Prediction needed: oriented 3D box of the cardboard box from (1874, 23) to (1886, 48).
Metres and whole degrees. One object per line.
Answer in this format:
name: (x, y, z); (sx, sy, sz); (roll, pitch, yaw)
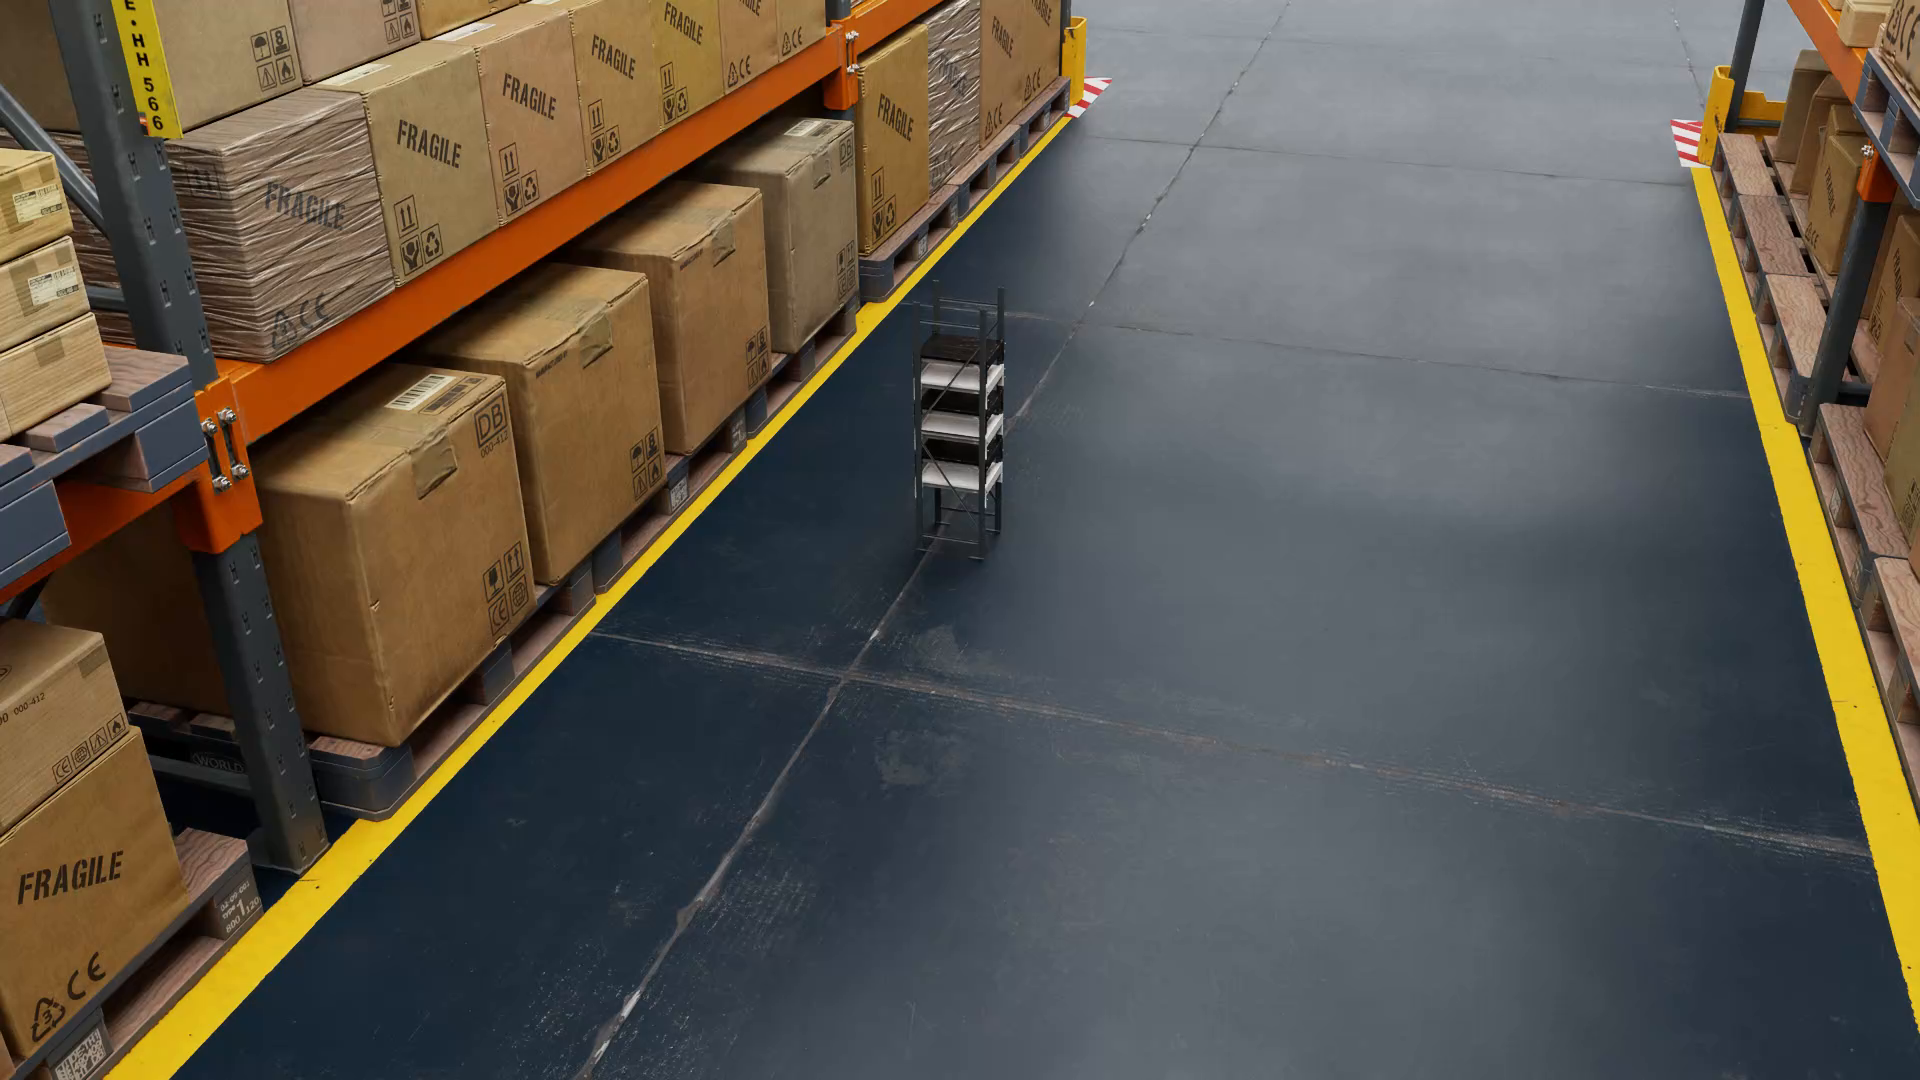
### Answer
cardboard box: (3.623, -1.805, 6.168); (0.380, 0.149, 0.250); (8, 30, 15)

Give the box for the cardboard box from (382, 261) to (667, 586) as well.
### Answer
cardboard box: (-1.609, -0.432, 5.323); (1.050, 0.750, 0.750); (9, 30, 16)

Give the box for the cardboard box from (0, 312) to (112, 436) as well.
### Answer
cardboard box: (-1.833, -0.333, 3.090); (0.380, 0.149, 0.250); (9, 30, 16)

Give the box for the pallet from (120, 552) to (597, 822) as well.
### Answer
pallet: (-1.824, 0.309, 4.978); (1.003, 0.211, 1.213); (8, 30, 15)

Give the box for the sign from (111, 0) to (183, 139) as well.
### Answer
sign: (-1.606, -0.953, 3.267); (0.100, 0.325, 0.005); (8, 30, 15)

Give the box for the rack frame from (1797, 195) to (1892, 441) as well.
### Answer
rack frame: (3.759, -1.659, 5.646); (1.000, 3.000, 0.127); (8, 30, 15)

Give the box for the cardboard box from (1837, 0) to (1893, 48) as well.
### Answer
cardboard box: (3.721, -2.045, 6.599); (0.380, 0.149, 0.250); (8, 30, 15)

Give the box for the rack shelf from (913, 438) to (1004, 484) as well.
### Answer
rack shelf: (-0.002, -0.282, 5.584); (0.258, 0.077, 0.200); (8, 30, 15)

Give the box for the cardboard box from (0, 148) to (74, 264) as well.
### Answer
cardboard box: (-1.833, -0.595, 2.948); (0.380, 0.149, 0.250); (7, 30, 13)

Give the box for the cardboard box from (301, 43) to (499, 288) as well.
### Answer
cardboard box: (-1.591, -1.005, 4.368); (0.500, 0.500, 0.500); (8, 30, 14)

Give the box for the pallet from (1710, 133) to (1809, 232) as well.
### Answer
pallet: (4.638, -1.891, 8.932); (1.003, 0.211, 1.213); (8, 30, 15)

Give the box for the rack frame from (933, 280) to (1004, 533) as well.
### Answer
rack frame: (0.027, -0.437, 5.609); (0.240, 0.900, 0.006); (8, 30, 15)

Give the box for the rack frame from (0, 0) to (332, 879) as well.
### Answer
rack frame: (-2.127, -0.554, 3.661); (1.000, 3.000, 0.127); (8, 30, 15)

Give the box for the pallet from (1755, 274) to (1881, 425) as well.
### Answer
pallet: (3.922, -0.757, 6.894); (1.003, 0.211, 1.213); (8, 30, 15)

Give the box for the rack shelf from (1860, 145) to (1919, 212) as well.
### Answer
rack shelf: (3.172, -0.415, 4.150); (1.077, 0.370, 4.000); (8, 30, 15)

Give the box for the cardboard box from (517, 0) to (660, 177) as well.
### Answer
cardboard box: (-1.294, -1.470, 5.205); (0.500, 0.500, 0.500); (8, 30, 14)

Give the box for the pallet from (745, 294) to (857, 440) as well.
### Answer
pallet: (-1.108, -0.825, 7.016); (1.003, 0.211, 1.213); (8, 30, 15)

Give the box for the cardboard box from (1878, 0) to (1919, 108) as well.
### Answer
cardboard box: (3.392, -1.755, 4.770); (1.000, 1.000, 1.000); (9, 30, 15)

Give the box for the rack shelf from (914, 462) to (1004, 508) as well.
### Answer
rack shelf: (-0.002, -0.203, 5.628); (0.258, 0.077, 0.200); (8, 30, 15)

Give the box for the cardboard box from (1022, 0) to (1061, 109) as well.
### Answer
cardboard box: (0.085, -3.203, 10.175); (0.875, 0.875, 0.875); (9, 30, 15)

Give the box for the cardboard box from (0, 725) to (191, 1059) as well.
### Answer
cardboard box: (-2.070, 0.698, 3.550); (0.500, 0.500, 0.500); (8, 30, 15)

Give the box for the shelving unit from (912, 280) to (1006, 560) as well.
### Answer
shelving unit: (-0.002, -0.389, 5.524); (0.258, 0.900, 0.210); (8, 30, 15)

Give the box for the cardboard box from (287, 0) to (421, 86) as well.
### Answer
cardboard box: (-1.839, -1.477, 4.189); (0.700, 0.500, 0.500); (8, 30, 14)

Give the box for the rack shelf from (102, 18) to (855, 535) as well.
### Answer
rack shelf: (-1.540, -1.169, 5.507); (1.077, 0.370, 4.000); (8, 30, 15)

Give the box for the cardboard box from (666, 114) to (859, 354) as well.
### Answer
cardboard box: (-1.049, -1.312, 6.906); (1.050, 0.750, 0.750); (8, 30, 15)

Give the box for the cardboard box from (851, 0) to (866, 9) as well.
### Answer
cardboard box: (-0.856, -2.652, 7.277); (0.875, 0.550, 0.550); (8, 30, 15)

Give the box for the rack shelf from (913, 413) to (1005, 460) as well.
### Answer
rack shelf: (-0.002, -0.360, 5.541); (0.258, 0.077, 0.200); (8, 30, 15)

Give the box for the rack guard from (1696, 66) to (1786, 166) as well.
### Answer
rack guard: (4.910, -2.390, 9.532); (1.175, 0.500, 0.348); (8, 30, 15)

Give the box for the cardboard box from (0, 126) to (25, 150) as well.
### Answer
cardboard box: (-2.252, -0.846, 4.082); (0.500, 0.500, 0.500); (8, 30, 15)

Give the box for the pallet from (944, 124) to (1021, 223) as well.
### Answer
pallet: (-0.299, -2.106, 9.318); (1.003, 0.211, 1.213); (8, 30, 15)

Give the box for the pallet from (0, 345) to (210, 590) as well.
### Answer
pallet: (-2.235, -0.124, 3.085); (1.213, 0.211, 1.003); (8, 30, 15)

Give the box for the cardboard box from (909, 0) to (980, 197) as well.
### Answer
cardboard box: (-0.441, -2.370, 8.678); (0.875, 0.875, 0.875); (9, 30, 15)

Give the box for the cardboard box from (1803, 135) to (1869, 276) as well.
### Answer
cardboard box: (4.182, -1.497, 7.495); (0.500, 0.500, 0.500); (6, 30, 10)

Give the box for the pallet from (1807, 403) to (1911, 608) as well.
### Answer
pallet: (3.532, -0.078, 5.673); (1.003, 0.211, 1.213); (8, 30, 15)

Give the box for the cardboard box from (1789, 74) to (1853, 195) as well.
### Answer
cardboard box: (4.591, -2.038, 8.467); (0.500, 0.500, 0.500); (17, 33, 28)

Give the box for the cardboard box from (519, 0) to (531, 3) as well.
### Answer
cardboard box: (-1.541, -1.954, 5.045); (0.700, 0.500, 0.500); (8, 30, 14)

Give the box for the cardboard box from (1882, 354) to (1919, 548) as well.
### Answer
cardboard box: (3.400, -0.257, 5.246); (0.700, 0.500, 0.500); (8, 30, 15)

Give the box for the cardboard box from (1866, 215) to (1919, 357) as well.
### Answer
cardboard box: (3.914, -0.930, 6.475); (0.500, 0.500, 0.500); (8, 30, 13)

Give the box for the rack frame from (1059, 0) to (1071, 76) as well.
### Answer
rack frame: (0.221, -4.272, 10.344); (1.000, 3.000, 0.127); (8, 30, 15)

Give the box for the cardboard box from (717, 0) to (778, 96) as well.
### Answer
cardboard box: (-0.999, -1.941, 6.052); (0.500, 0.500, 0.500); (8, 30, 14)
